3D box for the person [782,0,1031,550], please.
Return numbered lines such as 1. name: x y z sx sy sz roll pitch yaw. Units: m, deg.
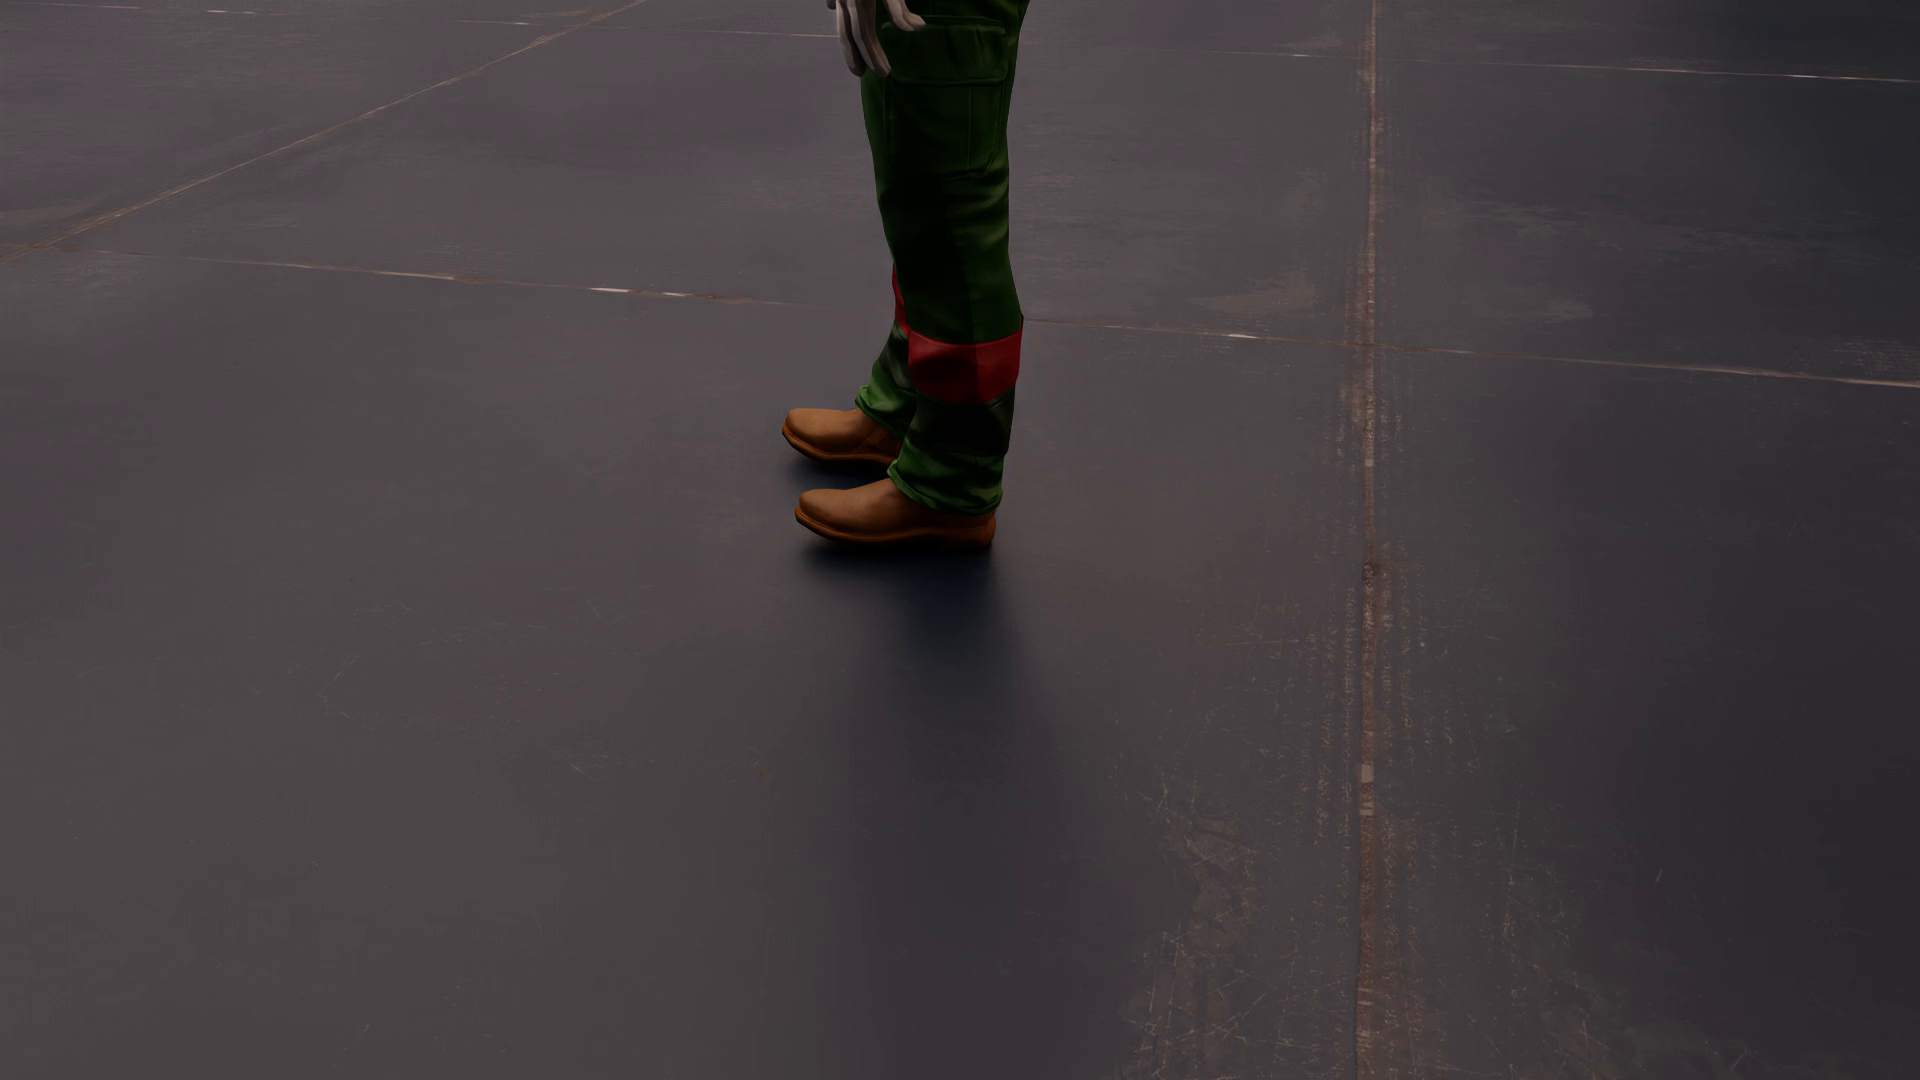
1. person: -0.075 -0.819 2.120 0.564 1.787 0.637 6 27 11
